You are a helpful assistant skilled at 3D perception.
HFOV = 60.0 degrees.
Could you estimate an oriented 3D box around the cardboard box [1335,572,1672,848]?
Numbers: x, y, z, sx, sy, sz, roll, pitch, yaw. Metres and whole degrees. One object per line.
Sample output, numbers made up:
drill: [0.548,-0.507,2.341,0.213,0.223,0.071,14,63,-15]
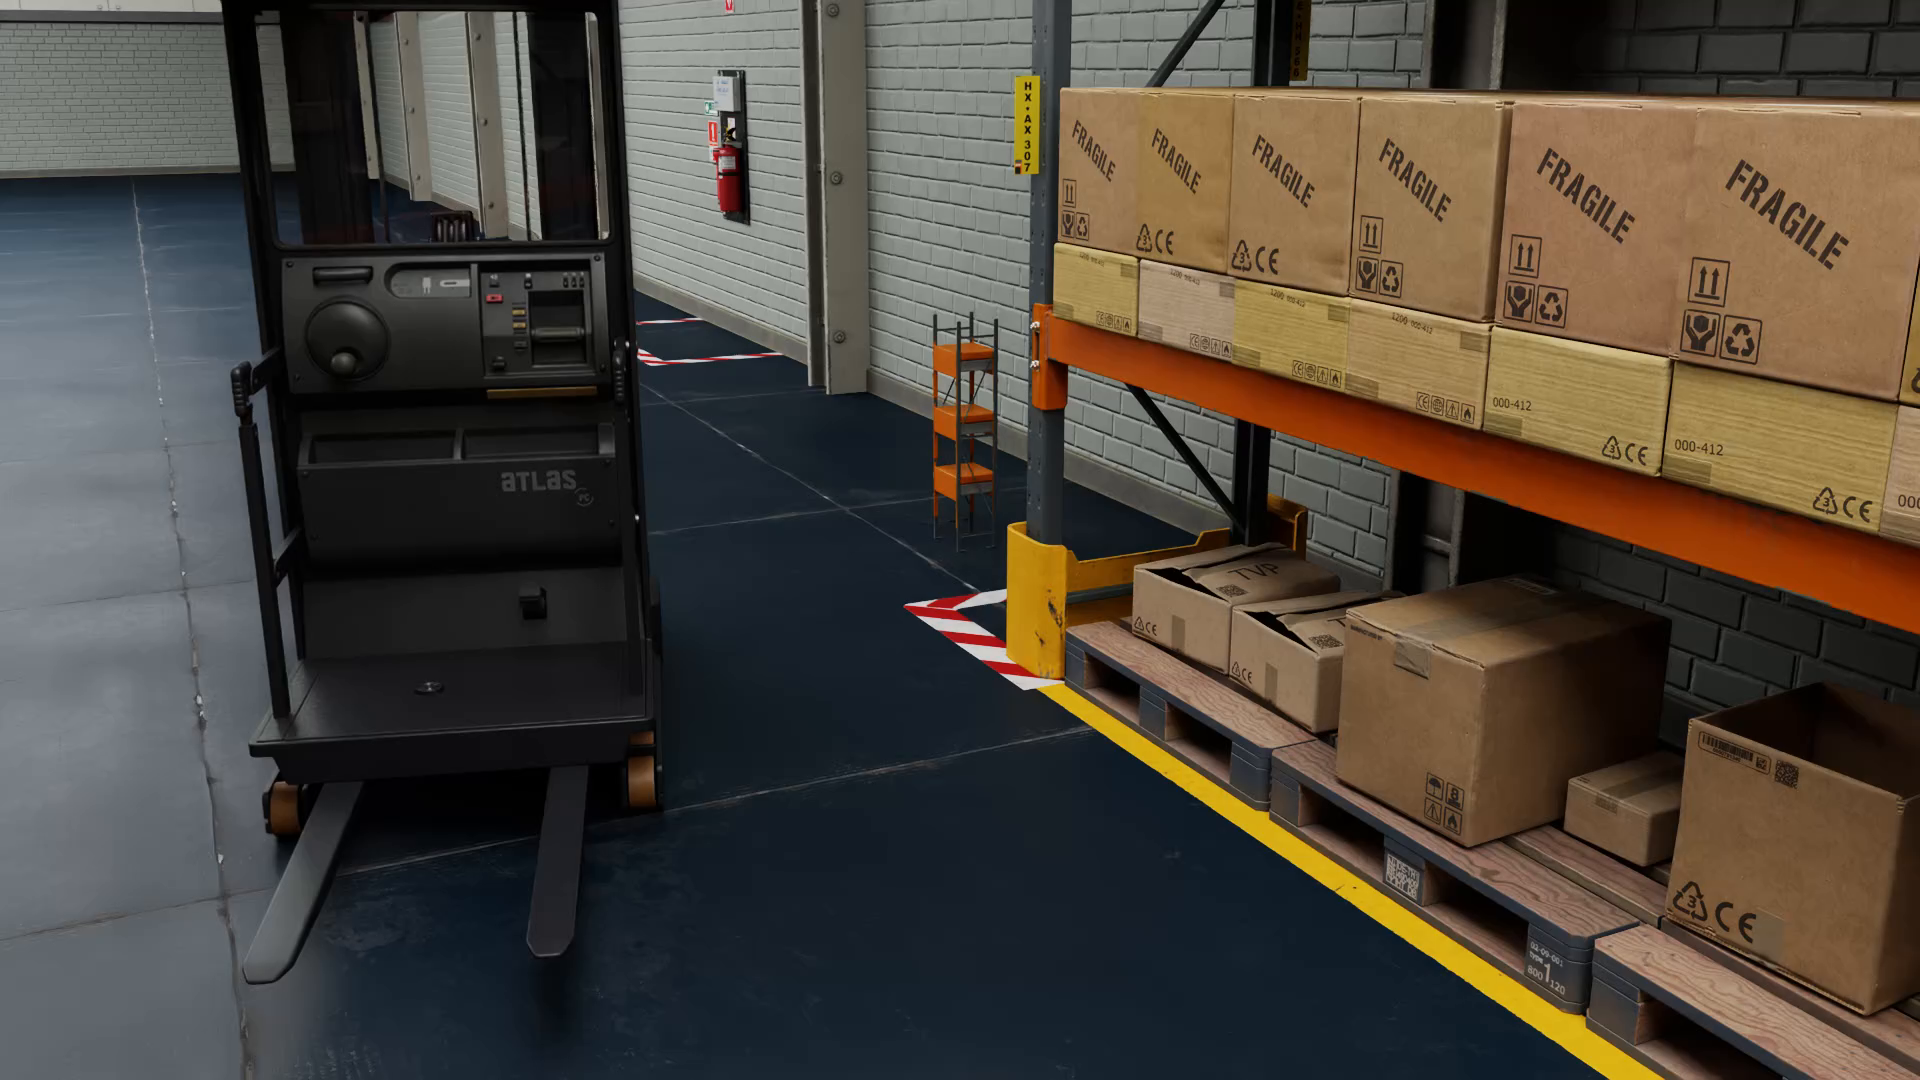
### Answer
cardboard box: [1.468,0.437,4.523,0.700,0.500,0.500,-9,18,-28]

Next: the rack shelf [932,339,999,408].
rack shelf: [0.023,-0.754,7.484,0.215,0.259,0.240,-8,18,-25]

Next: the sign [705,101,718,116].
sign: [-2.028,-3.520,13.553,0.001,0.109,0.331,-8,18,-25]

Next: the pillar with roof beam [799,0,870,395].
pillar with roof beam: [-4.695,-4.847,8.326,9.100,9.000,0.400,-8,18,-25]

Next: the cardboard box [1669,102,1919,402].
cardboard box: [1.763,-0.574,3.188,0.500,0.500,0.500,-8,18,-25]

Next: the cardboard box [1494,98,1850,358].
cardboard box: [1.552,-0.700,3.628,0.500,0.500,0.500,-8,18,-26]

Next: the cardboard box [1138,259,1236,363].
cardboard box: [0.888,-0.716,5.042,0.500,0.250,0.500,-8,18,-27]

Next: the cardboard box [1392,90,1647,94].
cardboard box: [1.559,-1.018,4.735,0.500,0.500,0.500,-8,18,-26]

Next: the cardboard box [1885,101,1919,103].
cardboard box: [2.231,-0.641,3.423,0.500,0.500,0.500,-8,18,-25]

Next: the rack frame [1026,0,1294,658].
rack frame: [0.720,-1.065,6.023,1.000,3.000,0.127,-8,18,-25]

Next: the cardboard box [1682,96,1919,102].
cardboard box: [2.017,-0.766,3.856,0.500,0.500,0.500,-7,17,-23]

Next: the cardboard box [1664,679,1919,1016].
cardboard box: [1.981,0.665,3.730,0.500,0.500,0.500,-9,18,-29]

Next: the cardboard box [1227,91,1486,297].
cardboard box: [1.087,-0.955,4.518,0.500,0.500,0.500,-8,18,-27]

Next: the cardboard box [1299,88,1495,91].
cardboard box: [1.329,-1.145,5.180,0.500,0.500,0.500,-7,18,-24]

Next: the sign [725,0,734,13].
sign: [-1.787,-4.229,12.847,0.001,0.298,0.199,-8,18,-25]

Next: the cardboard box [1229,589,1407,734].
cardboard box: [1.192,0.340,5.204,0.500,0.311,0.500,-6,17,-20]

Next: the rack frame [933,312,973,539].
rack frame: [-0.030,-0.522,7.665,0.200,1.050,0.008,-8,18,-25]

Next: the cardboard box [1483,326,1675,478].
cardboard box: [1.547,-0.339,3.728,0.500,0.250,0.500,-8,18,-25]

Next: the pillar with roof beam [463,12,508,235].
pillar with roof beam: [-9.952,-7.822,18.695,9.100,9.000,0.400,-8,18,-25]

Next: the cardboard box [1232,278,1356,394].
cardboard box: [1.106,-0.589,4.600,0.500,0.250,0.500,-8,18,-26]

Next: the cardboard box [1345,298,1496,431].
cardboard box: [1.326,-0.463,4.162,0.500,0.250,0.500,-7,18,-24]

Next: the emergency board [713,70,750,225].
emergency board: [-1.873,-3.101,13.118,0.194,1.169,0.643,-8,18,-25]

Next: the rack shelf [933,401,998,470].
rack shelf: [0.023,-0.481,7.563,0.215,0.259,0.240,-8,18,-25]

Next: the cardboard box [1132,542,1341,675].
cardboard box: [0.942,0.199,5.697,0.500,0.311,0.500,-10,19,-31]

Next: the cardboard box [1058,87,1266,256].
cardboard box: [0.659,-1.208,5.398,0.500,0.500,0.500,-8,18,-25]

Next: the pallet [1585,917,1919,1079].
pallet: [2.146,1.105,3.516,1.003,0.211,1.213,-8,18,-25]

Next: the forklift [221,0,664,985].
forklift: [-1.484,-0.663,4.747,1.130,2.935,3.031,-3,16,-10]

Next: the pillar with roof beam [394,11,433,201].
pillar with roof beam: [-12.580,-9.310,23.879,9.100,9.000,0.400,-8,18,-25]

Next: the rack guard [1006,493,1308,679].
rack guard: [0.753,0.156,6.302,1.175,0.500,0.348,-8,18,-25]

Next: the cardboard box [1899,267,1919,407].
cardboard box: [1.987,-0.451,2.759,0.500,0.500,0.500,-8,18,-25]

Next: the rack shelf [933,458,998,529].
rack shelf: [0.023,-0.214,7.639,0.215,0.259,0.240,-8,18,-25]

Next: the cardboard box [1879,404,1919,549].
cardboard box: [1.992,-0.091,2.866,0.500,0.250,0.500,-8,18,-25]

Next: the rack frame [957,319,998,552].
rack frame: [0.077,-0.461,7.454,0.200,1.050,0.008,-8,18,-25]

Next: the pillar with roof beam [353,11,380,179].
pillar with roof beam: [-15.209,-10.798,29.063,9.100,9.000,0.400,-8,18,-25]

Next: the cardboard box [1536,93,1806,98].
cardboard box: [1.780,-0.893,4.300,0.500,0.500,0.500,-7,18,-24]

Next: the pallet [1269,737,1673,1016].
pallet: [1.608,0.802,4.572,1.003,0.211,1.213,-8,18,-25]

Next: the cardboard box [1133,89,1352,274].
cardboard box: [0.866,-1.084,4.967,0.500,0.500,0.500,-8,18,-25]

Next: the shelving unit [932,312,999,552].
shelving unit: [0.023,-0.491,7.560,0.215,1.050,0.252,-8,18,-25]

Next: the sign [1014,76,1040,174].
sign: [0.232,-1.415,5.675,0.100,0.325,0.005,-8,18,-25]

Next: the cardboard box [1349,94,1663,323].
cardboard box: [1.324,-0.829,4.077,0.500,0.500,0.500,-7,17,-23]

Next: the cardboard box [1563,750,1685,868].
cardboard box: [1.789,0.687,4.289,0.380,0.149,0.250,-9,18,-29]

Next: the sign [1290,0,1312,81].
sign: [1.227,-1.835,6.036,0.100,0.325,0.005,-8,18,-25]

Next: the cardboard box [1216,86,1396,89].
cardboard box: [1.117,-1.271,5.619,0.500,0.500,0.500,-8,18,-26]

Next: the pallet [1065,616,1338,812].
pallet: [1.077,0.500,5.625,1.003,0.211,1.213,-8,18,-25]

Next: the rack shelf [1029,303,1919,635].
rack shelf: [1.596,-0.223,4.394,1.077,0.370,4.000,-8,18,-25]

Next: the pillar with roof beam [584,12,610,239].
pillar with roof beam: [-7.323,-6.334,13.510,9.100,9.000,0.400,-8,18,-25]

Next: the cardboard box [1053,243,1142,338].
cardboard box: [0.648,-0.843,5.485,0.500,0.250,0.500,-8,18,-27]

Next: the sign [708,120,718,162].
sign: [-2.022,-3.267,13.634,0.001,0.329,0.234,-8,18,-25]

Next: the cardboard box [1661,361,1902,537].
cardboard box: [1.781,-0.216,3.300,0.500,0.250,0.500,-8,18,-25]

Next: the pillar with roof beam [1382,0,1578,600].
pillar with roof beam: [-2.066,-3.359,3.142,9.100,9.000,0.400,-8,18,-25]
